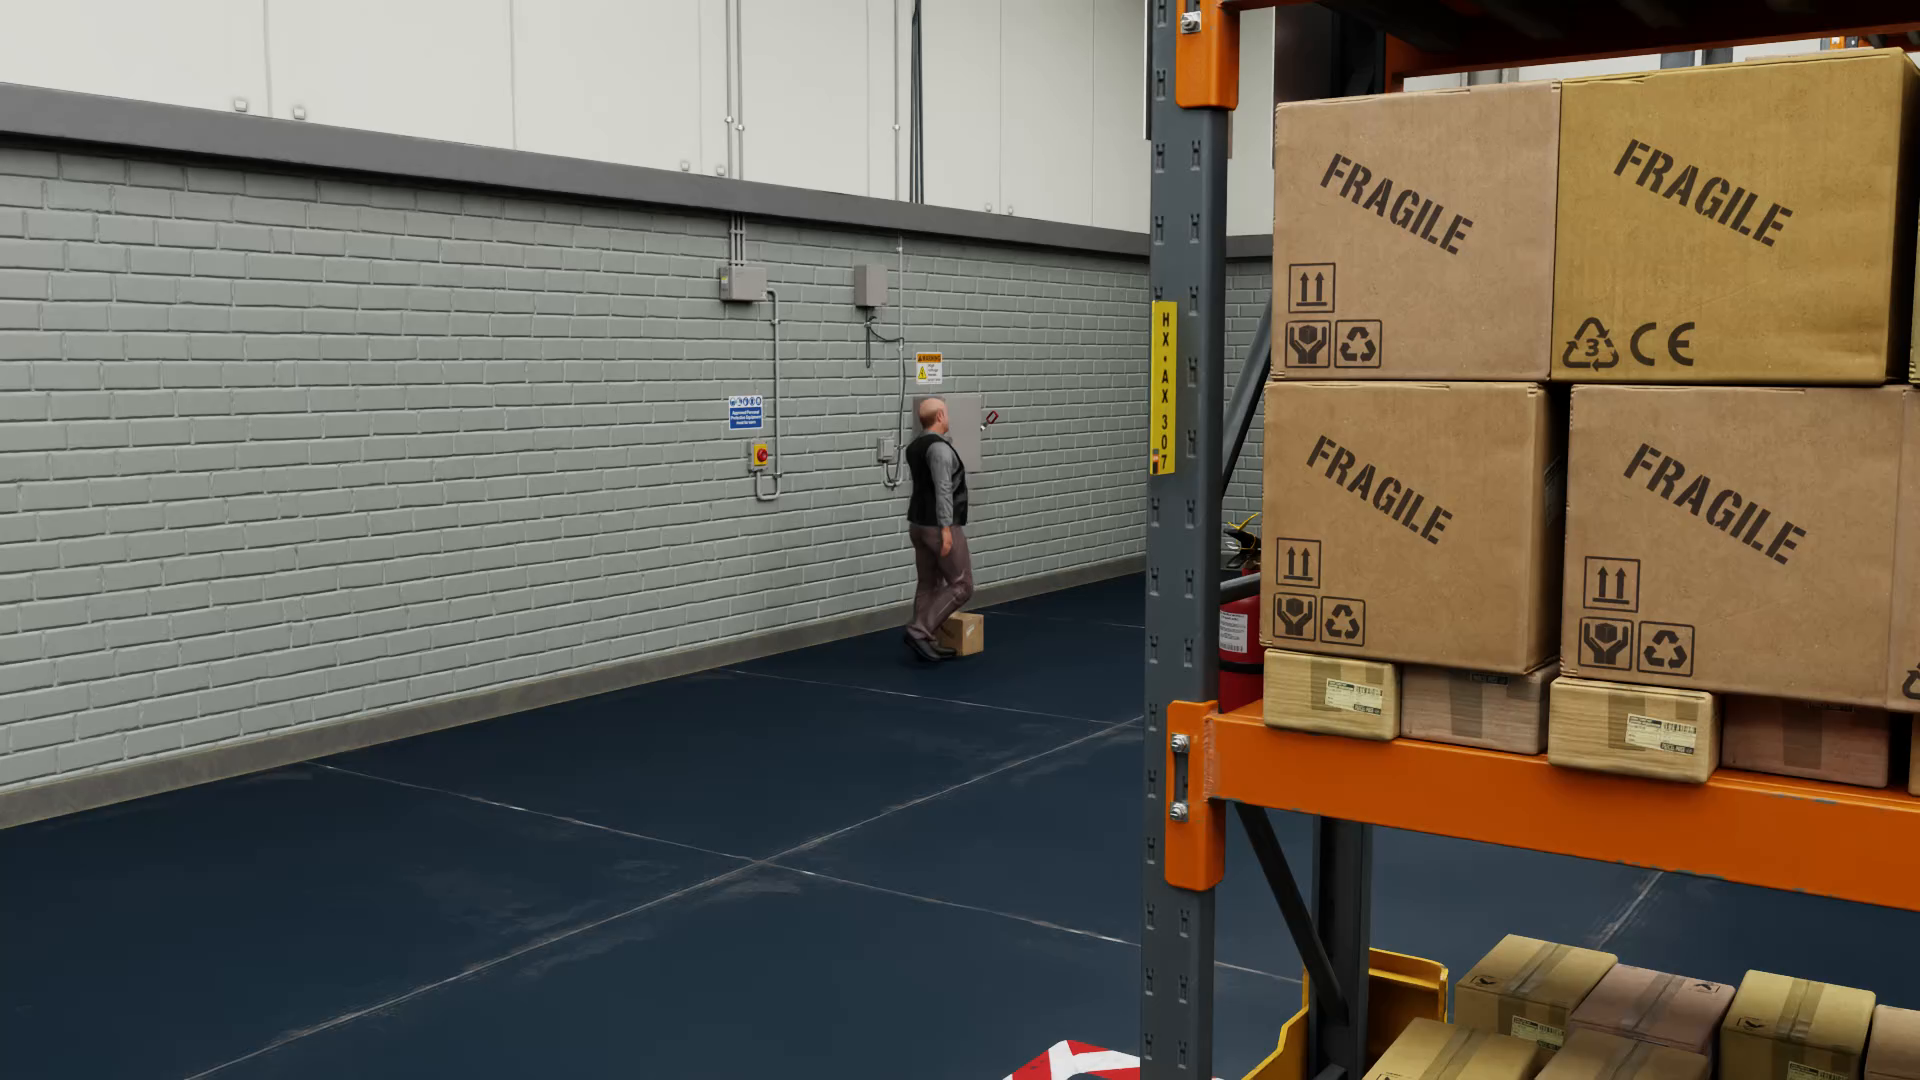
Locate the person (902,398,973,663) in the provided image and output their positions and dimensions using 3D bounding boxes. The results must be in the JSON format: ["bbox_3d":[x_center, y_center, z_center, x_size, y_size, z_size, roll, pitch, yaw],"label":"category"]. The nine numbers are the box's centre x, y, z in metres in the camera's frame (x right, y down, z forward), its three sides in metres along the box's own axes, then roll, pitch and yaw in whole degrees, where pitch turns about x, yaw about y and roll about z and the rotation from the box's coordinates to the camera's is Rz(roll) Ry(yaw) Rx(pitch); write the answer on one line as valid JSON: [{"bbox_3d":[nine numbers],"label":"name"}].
[{"bbox_3d":[-0.188,-0.056,10.790,0.458,1.722,0.569,-3,7,-24],"label":"person"}]
